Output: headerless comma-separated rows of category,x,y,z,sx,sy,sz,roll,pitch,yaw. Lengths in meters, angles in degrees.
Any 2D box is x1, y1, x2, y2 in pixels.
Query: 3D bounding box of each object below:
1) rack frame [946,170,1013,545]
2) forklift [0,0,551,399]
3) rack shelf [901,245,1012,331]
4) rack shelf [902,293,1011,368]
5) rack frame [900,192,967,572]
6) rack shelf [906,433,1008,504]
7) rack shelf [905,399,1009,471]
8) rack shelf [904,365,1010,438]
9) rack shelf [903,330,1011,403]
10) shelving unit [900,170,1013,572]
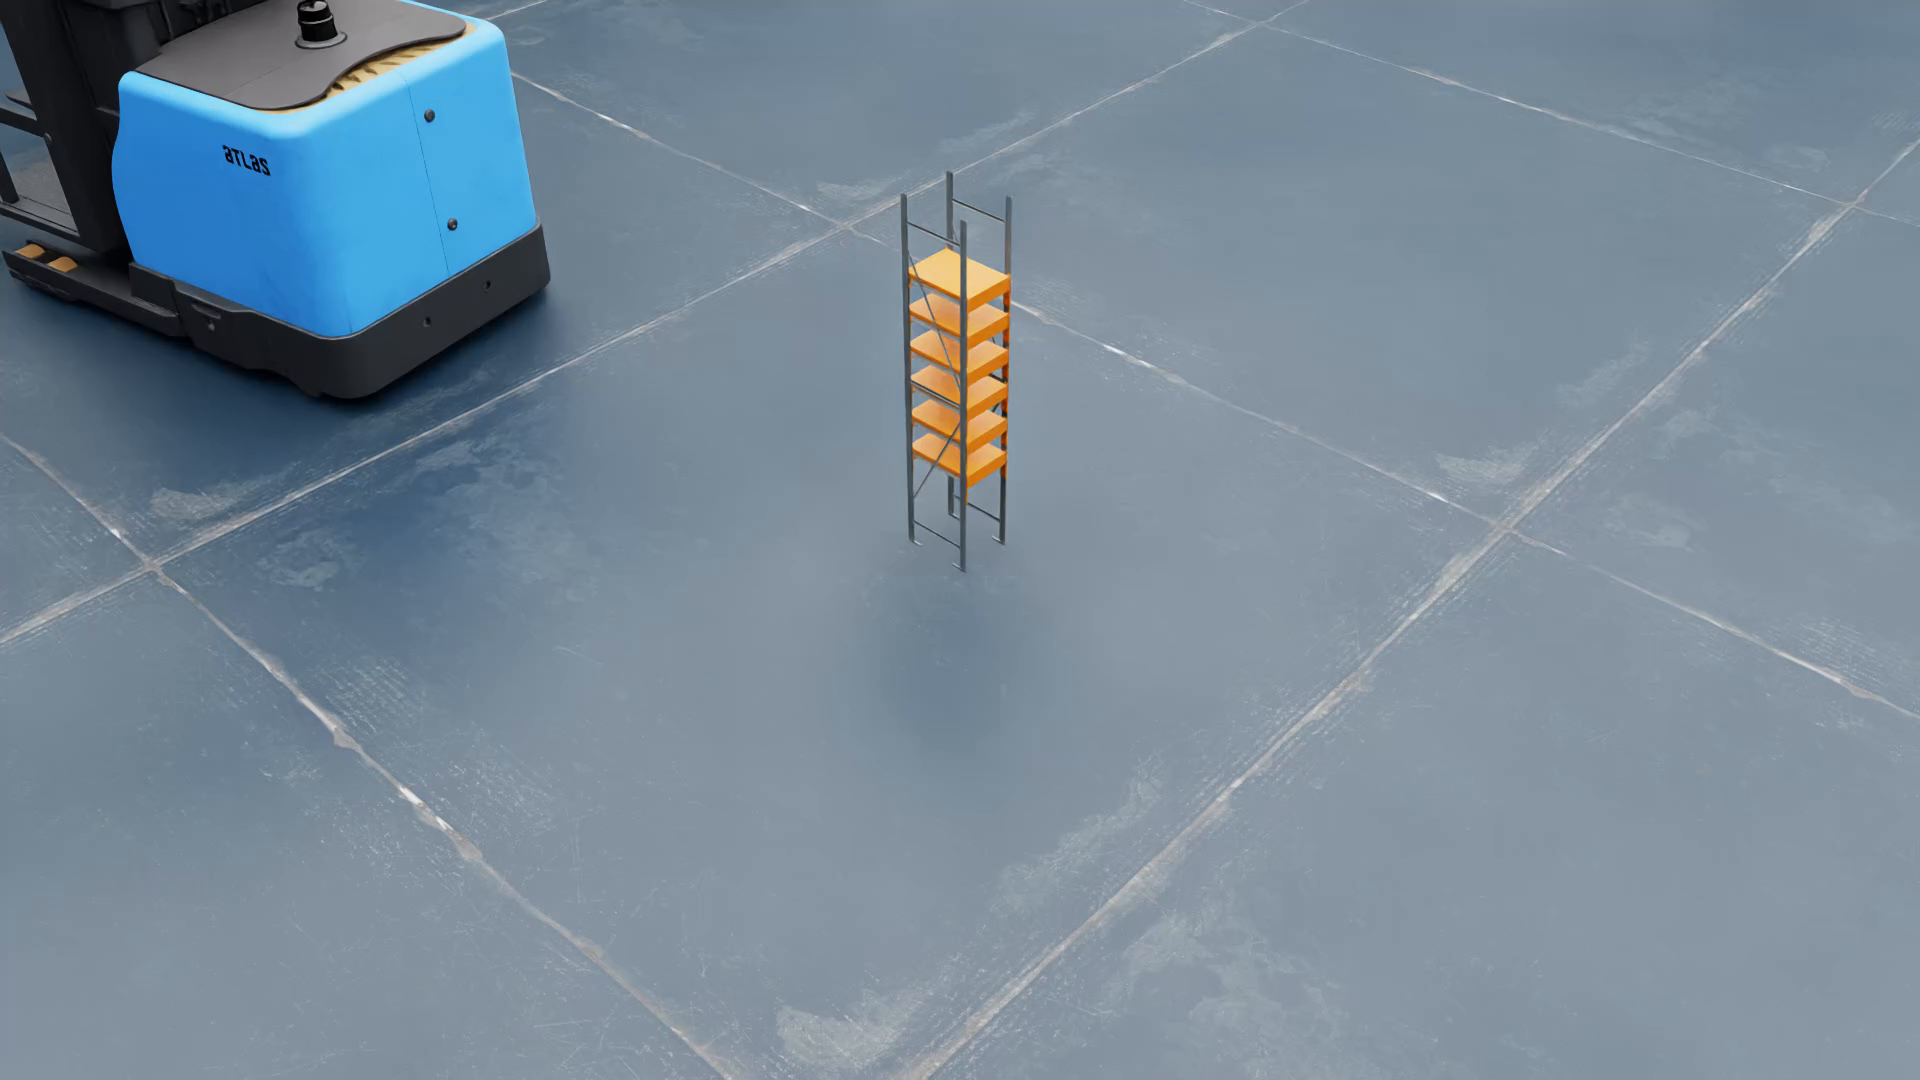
rack frame,0.052,-0.505,4.921,0.240,1.200,0.006,30,47,32
forklift,-3.100,-2.323,5.817,3.031,2.935,1.130,21,43,24
rack shelf,-0.010,-0.710,4.672,0.258,0.103,0.180,30,47,32
rack shelf,-0.010,-0.616,4.746,0.258,0.103,0.180,30,47,32
rack frame,-0.071,-0.421,4.815,0.240,1.200,0.006,30,47,32
rack shelf,-0.010,-0.240,5.045,0.258,0.103,0.180,30,47,32
rack shelf,-0.010,-0.334,4.971,0.258,0.103,0.180,30,47,32
rack shelf,-0.010,-0.428,4.896,0.258,0.103,0.180,30,47,32
rack shelf,-0.010,-0.522,4.821,0.258,0.103,0.180,30,47,32
shelving unit,-0.010,-0.463,4.868,0.258,1.200,0.189,30,47,32
